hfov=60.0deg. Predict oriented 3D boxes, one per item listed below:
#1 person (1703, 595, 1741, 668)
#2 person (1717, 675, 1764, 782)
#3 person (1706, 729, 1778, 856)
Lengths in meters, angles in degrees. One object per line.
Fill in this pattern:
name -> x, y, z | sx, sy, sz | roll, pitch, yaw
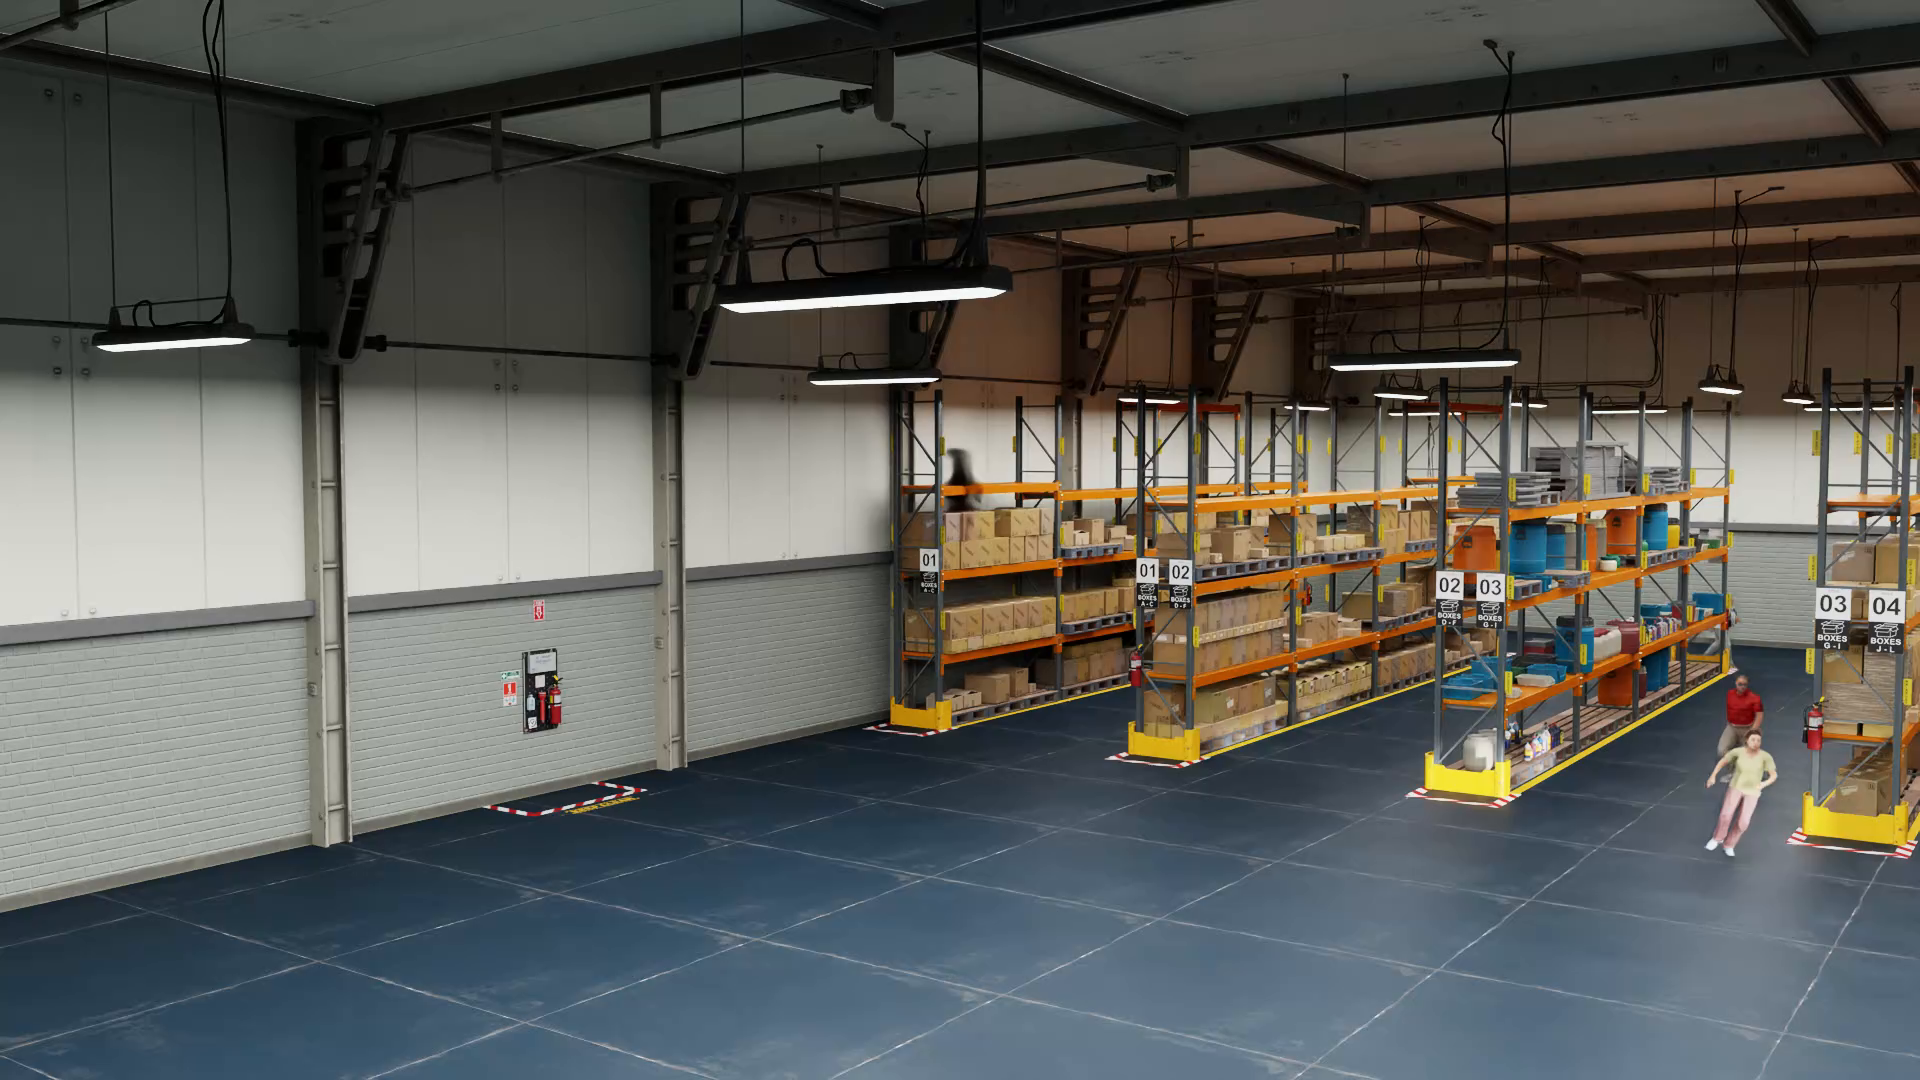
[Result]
person -> 17.312, 2.037, 37.775 | 0.620, 1.633, 0.959 | -2, 4, -36
person -> 11.451, 2.829, 24.341 | 0.738, 1.579, 0.663 | -3, 4, -41
person -> 9.539, 3.094, 20.283 | 0.775, 1.596, 0.564 | 1, 3, 19
